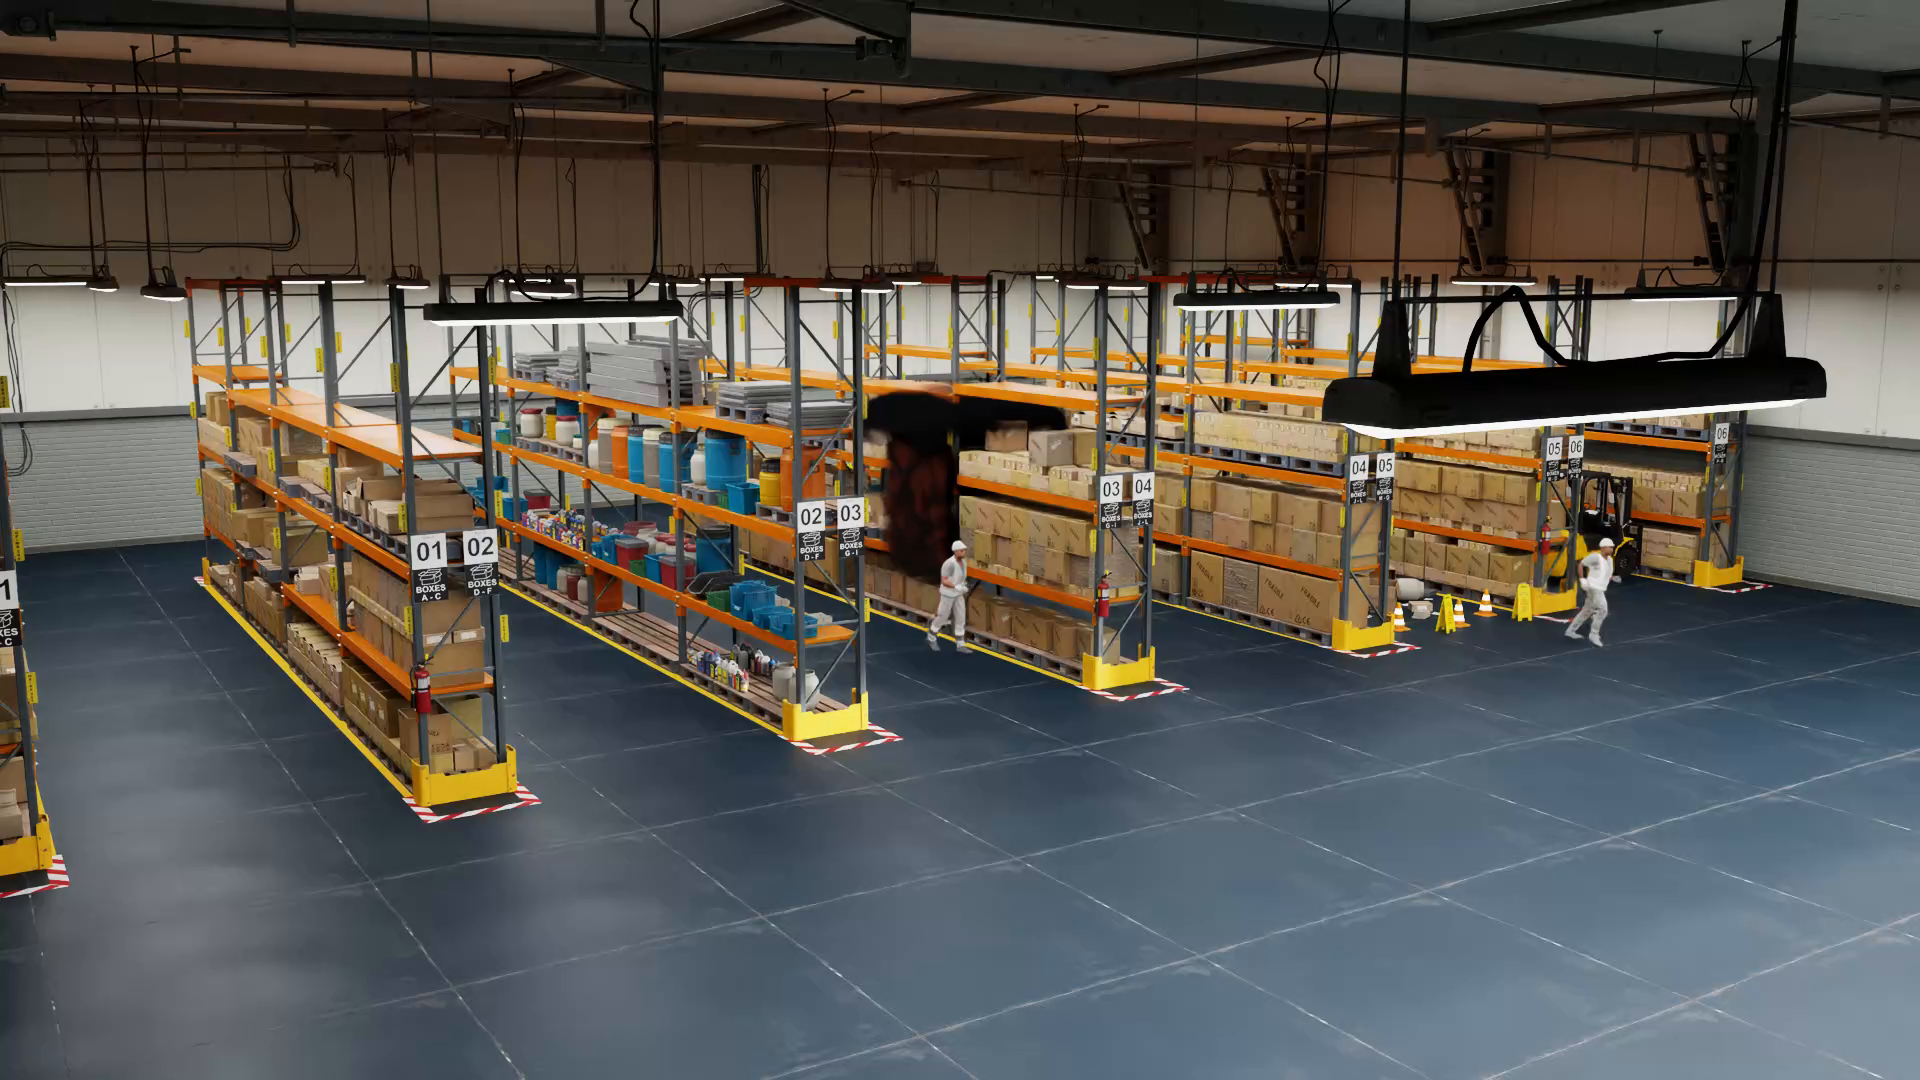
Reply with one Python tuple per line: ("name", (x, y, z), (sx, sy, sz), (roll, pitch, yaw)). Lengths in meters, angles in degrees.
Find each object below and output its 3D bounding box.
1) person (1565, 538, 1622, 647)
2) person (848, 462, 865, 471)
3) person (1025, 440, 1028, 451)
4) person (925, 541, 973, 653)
("person", (10.564, 0.835, 27.678), (0.804, 1.727, 0.811), (8, 13, 40))
("person", (-2.543, -1.440, 41.448), (0.697, 1.828, 0.686), (7, 12, 35))
("person", (1.887, -2.040, 44.766), (0.838, 1.832, 0.654), (-8, 12, -40))
("person", (-0.159, 0.880, 25.871), (0.883, 1.802, 0.674), (8, 12, 38))
